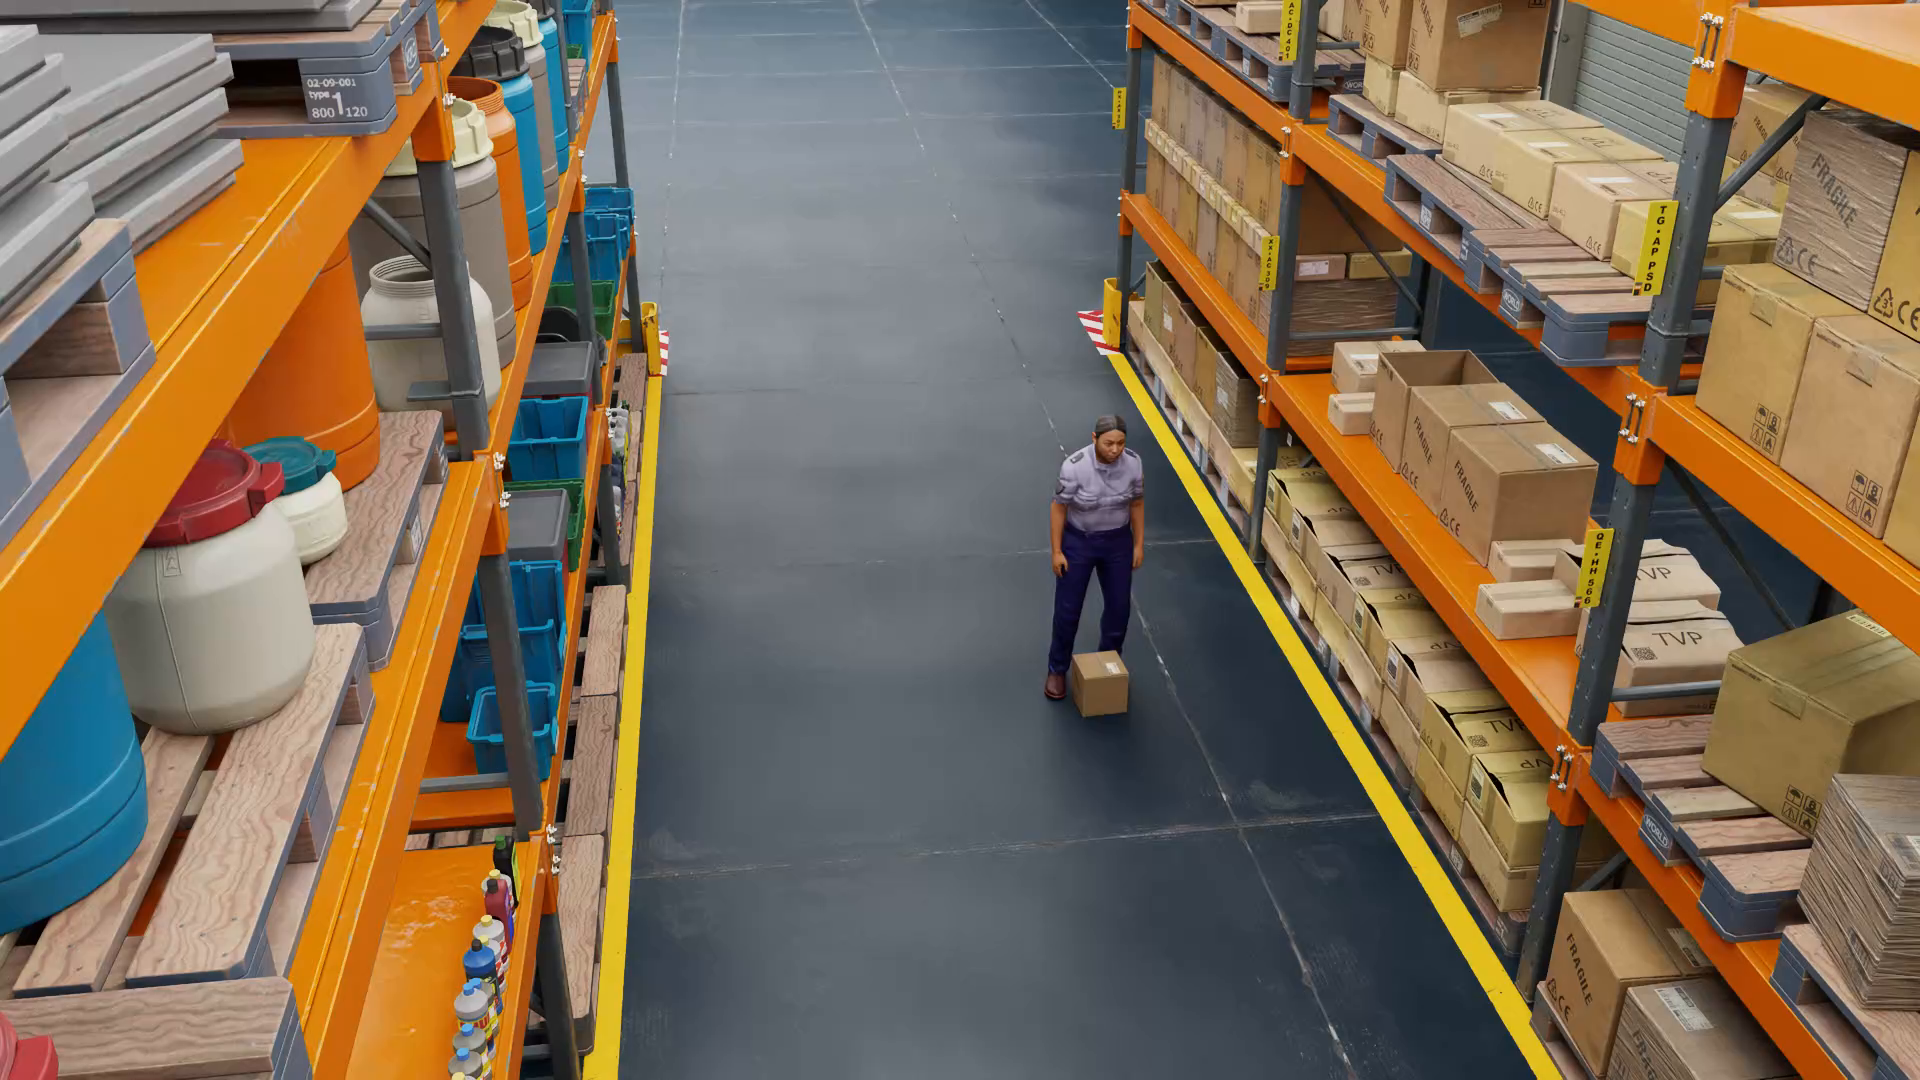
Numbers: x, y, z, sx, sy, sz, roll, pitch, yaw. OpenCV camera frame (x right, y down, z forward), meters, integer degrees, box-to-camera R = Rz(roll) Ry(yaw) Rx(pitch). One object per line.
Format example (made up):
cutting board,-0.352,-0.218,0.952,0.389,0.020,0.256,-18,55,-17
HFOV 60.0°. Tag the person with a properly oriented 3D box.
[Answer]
person,0.727,0.056,8.991,0.561,1.651,0.369,-5,28,-10
